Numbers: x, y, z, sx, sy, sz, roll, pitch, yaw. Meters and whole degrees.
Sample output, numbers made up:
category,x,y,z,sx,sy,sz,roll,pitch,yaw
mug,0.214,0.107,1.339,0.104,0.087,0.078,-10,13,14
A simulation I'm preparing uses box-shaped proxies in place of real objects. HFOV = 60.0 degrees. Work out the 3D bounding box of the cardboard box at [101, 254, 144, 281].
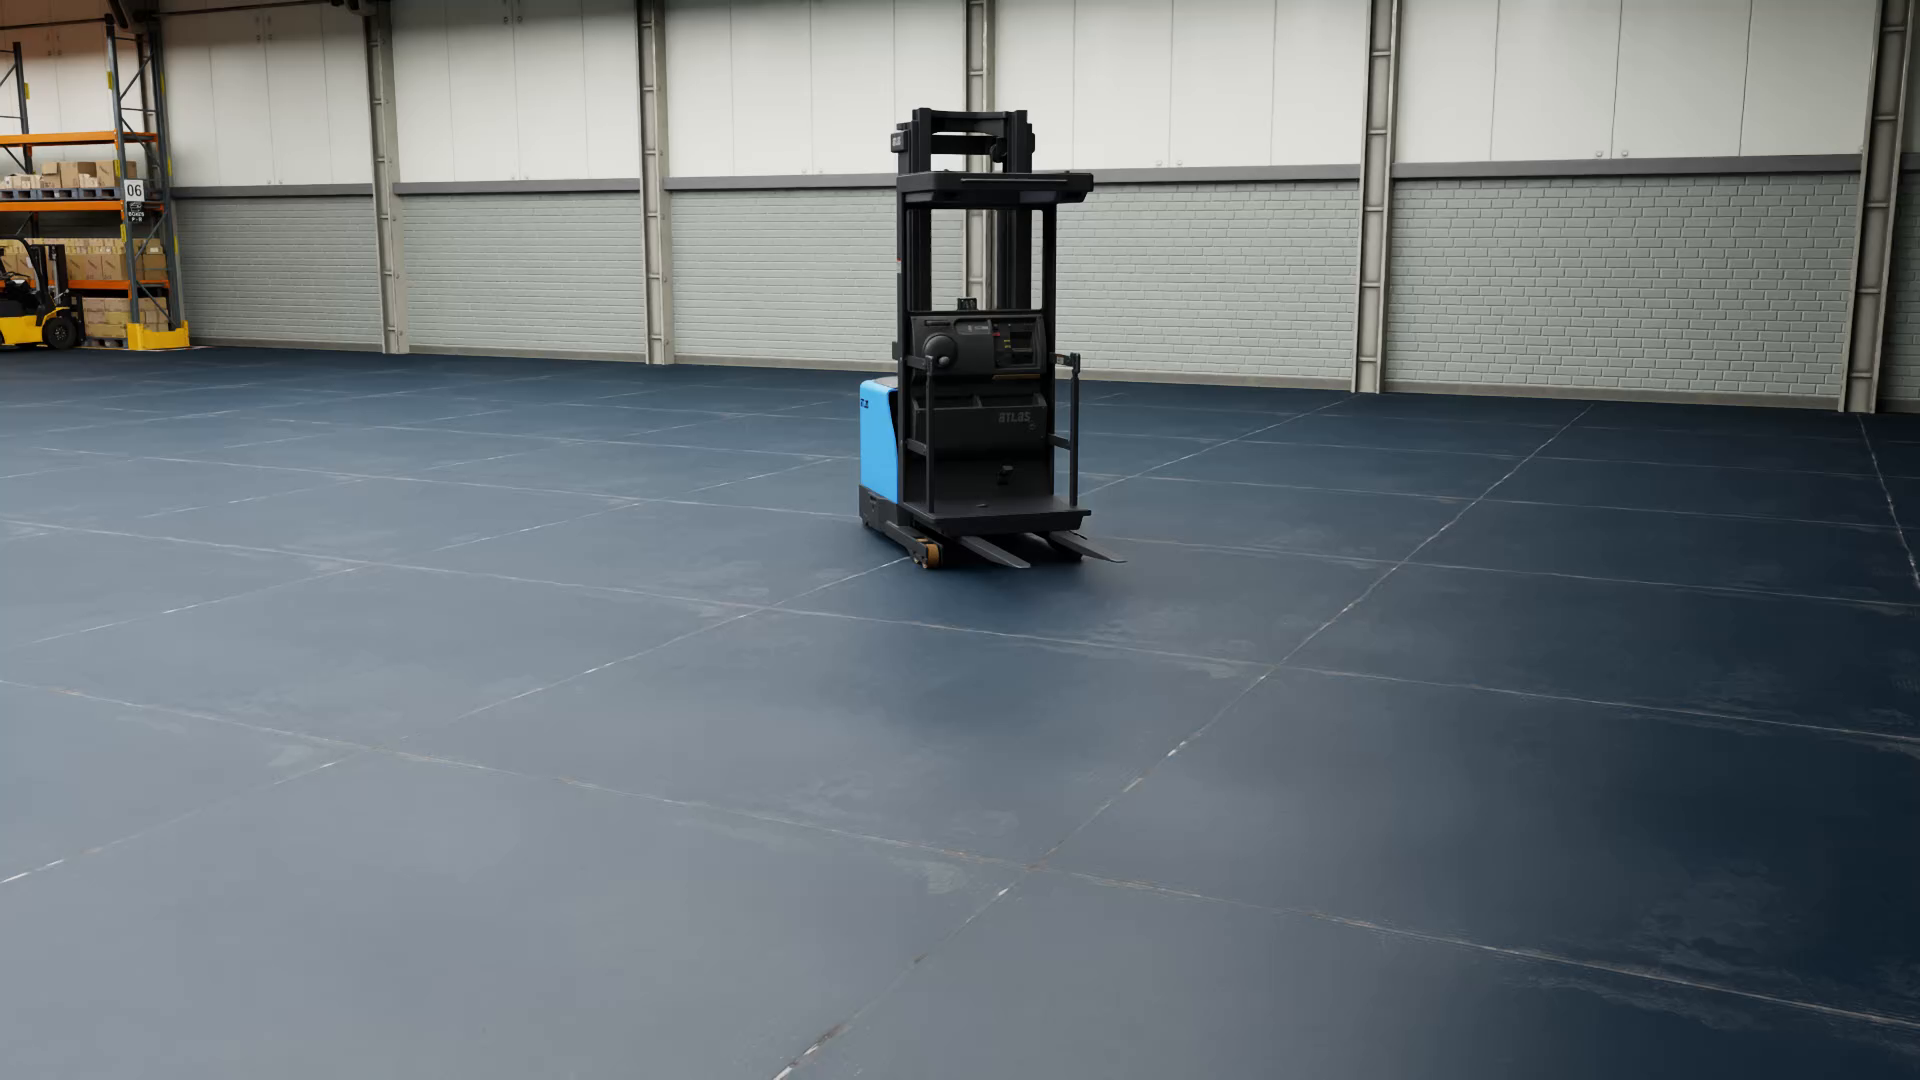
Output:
category,x,y,z,sx,sy,sz,roll,pitch,yaw
cardboard box,-16.192,-5.272,32.154,0.500,0.500,0.500,5,11,25

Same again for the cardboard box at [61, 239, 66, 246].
category,x,y,z,sx,sy,sz,roll,pitch,yaw
cardboard box,-17.427,-5.855,32.720,0.250,0.149,0.380,5,11,27

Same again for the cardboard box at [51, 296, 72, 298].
category,x,y,z,sx,sy,sz,roll,pitch,yaw
cardboard box,-18.021,-4.719,33.115,0.500,0.250,0.500,5,12,28

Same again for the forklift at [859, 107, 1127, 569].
category,x,y,z,sx,sy,sz,roll,pitch,yaw
forklift,0.196,-1.336,10.881,1.130,2.935,3.031,-3,11,-18

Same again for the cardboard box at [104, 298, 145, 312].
category,x,y,z,sx,sy,sz,roll,pitch,yaw
cardboard box,-16.185,-4.558,32.224,0.500,0.250,0.500,5,12,28

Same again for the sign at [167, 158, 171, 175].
category,x,y,z,sx,sy,sz,roll,pitch,yaw
sign,-15.383,-7.259,32.316,0.005,0.325,0.100,5,11,26

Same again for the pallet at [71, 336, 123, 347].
category,x,y,z,sx,sy,sz,roll,pitch,yaw
pallet,-17.429,-4.003,33.257,1.213,0.211,1.003,5,11,26

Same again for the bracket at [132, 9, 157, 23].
category,x,y,z,sx,sy,sz,roll,pitch,yaw
bracket,-15.645,-10.058,31.930,0.430,0.232,0.235,5,11,26

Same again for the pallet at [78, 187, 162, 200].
category,x,y,z,sx,sy,sz,roll,pitch,yaw
pallet,-16.257,-6.718,32.252,1.213,0.211,1.003,5,11,26

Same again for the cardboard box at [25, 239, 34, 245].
category,x,y,z,sx,sy,sz,roll,pitch,yaw
cardboard box,-18.374,-5.921,33.088,0.250,0.149,0.380,5,12,27

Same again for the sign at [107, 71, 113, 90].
category,x,y,z,sx,sy,sz,roll,pitch,yaw
sign,-15.887,-8.591,31.083,0.005,0.325,0.100,5,11,26

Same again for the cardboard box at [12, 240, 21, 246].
category,x,y,z,sx,sy,sz,roll,pitch,yaw
cardboard box,-18.784,-5.980,33.410,0.250,0.149,0.380,5,11,27

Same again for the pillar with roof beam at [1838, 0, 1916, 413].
category,x,y,z,sx,sy,sz,roll,pitch,yaw
pillar with roof beam,9.139,-5.325,15.884,0.400,9.000,9.100,5,11,26

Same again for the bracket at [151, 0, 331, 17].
category,x,y,z,sx,sy,sz,roll,pitch,yaw
bracket,-13.319,-9.854,30.801,4.783,0.066,0.076,5,11,26

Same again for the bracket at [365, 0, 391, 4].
category,x,y,z,sx,sy,sz,roll,pitch,yaw
bracket,-10.264,-9.585,29.318,0.430,0.232,0.235,5,11,26

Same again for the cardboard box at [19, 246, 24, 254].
category,x,y,z,sx,sy,sz,roll,pitch,yaw
cardboard box,-18.573,-5.806,33.284,0.250,0.149,0.380,5,11,26

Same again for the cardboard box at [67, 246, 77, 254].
category,x,y,z,sx,sy,sz,roll,pitch,yaw
cardboard box,-17.230,-5.674,32.555,0.250,0.149,0.380,5,11,26

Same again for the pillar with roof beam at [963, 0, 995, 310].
category,x,y,z,sx,sy,sz,roll,pitch,yaw
pillar with roof beam,-1.623,-6.270,21.109,0.400,9.000,9.100,5,11,26

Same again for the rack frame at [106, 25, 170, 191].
category,x,y,z,sx,sy,sz,roll,pitch,yaw
rack frame,-15.634,-8.178,31.646,0.127,3.000,1.000,5,11,26

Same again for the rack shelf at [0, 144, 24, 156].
category,x,y,z,sx,sy,sz,roll,pitch,yaw
rack shelf,-21.015,-8.100,34.358,4.000,0.370,1.077,5,11,26

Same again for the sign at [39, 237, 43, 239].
category,x,y,z,sx,sy,sz,roll,pitch,yaw
sign,-18.977,-6.094,34.329,0.005,0.325,0.100,5,11,26

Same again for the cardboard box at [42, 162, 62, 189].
category,x,y,z,sx,sy,sz,roll,pitch,yaw
cardboard box,-17.521,-7.153,32.658,0.637,0.503,0.797,5,12,28

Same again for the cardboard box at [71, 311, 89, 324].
category,x,y,z,sx,sy,sz,roll,pitch,yaw
cardboard box,-17.126,-4.392,32.714,0.500,0.250,0.500,5,11,25

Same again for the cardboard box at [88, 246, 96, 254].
category,x,y,z,sx,sy,sz,roll,pitch,yaw
cardboard box,-16.734,-5.643,32.388,0.250,0.149,0.380,5,11,25

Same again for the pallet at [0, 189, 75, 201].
category,x,y,z,sx,sy,sz,roll,pitch,yaw
pallet,-18.445,-6.910,33.314,1.213,0.211,1.003,5,11,26

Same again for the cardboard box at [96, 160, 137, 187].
category,x,y,z,sx,sy,sz,roll,pitch,yaw
cardboard box,-16.139,-7.003,31.836,0.500,0.500,0.500,5,12,28

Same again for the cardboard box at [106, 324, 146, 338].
category,x,y,z,sx,sy,sz,roll,pitch,yaw
cardboard box,-16.195,-4.066,32.314,0.500,0.250,0.500,5,11,26

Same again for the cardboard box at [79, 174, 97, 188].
category,x,y,z,sx,sy,sz,roll,pitch,yaw
cardboard box,-16.739,-6.928,32.082,0.258,0.266,0.396,5,11,26

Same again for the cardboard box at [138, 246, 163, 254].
category,x,y,z,sx,sy,sz,roll,pitch,yaw
cardboard box,-15.824,-5.662,32.491,0.250,0.149,0.380,5,11,24

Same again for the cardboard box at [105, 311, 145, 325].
category,x,y,z,sx,sy,sz,roll,pitch,yaw
cardboard box,-16.209,-4.314,32.280,0.500,0.250,0.500,5,11,25

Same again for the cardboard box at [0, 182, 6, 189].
category,x,y,z,sx,sy,sz,roll,pitch,yaw
cardboard box,-18.953,-7.065,33.168,0.250,0.149,0.380,5,12,27

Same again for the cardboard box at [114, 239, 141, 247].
category,x,y,z,sx,sy,sz,roll,pitch,yaw
cardboard box,-16.049,-5.735,32.057,0.250,0.149,0.380,5,11,26

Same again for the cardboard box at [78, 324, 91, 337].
category,x,y,z,sx,sy,sz,roll,pitch,yaw
cardboard box,-17.082,-4.147,32.765,0.500,0.250,0.500,5,11,26

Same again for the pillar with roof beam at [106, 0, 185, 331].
category,x,y,z,sx,sy,sz,roll,pitch,yaw
pillar with roof beam,-17.765,-7.689,28.946,0.548,9.000,9.100,5,11,26

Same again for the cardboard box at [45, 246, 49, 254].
category,x,y,z,sx,sy,sz,roll,pitch,yaw
cardboard box,-17.917,-5.737,32.902,0.250,0.149,0.380,5,11,24

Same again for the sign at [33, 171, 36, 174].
category,x,y,z,sx,sy,sz,roll,pitch,yaw
sign,-18.977,-7.399,34.092,0.005,0.325,0.100,5,11,26

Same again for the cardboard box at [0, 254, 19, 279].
category,x,y,z,sx,sy,sz,roll,pitch,yaw
cardboard box,-18.939,-5.513,33.490,0.500,0.500,0.500,5,11,24

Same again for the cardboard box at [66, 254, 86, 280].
category,x,y,z,sx,sy,sz,roll,pitch,yaw
cardboard box,-17.113,-5.354,32.611,0.500,0.500,0.500,5,11,25

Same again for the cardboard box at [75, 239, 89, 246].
category,x,y,z,sx,sy,sz,roll,pitch,yaw
cardboard box,-17.003,-5.800,32.417,0.250,0.149,0.380,5,12,27

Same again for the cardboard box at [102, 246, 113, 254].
category,x,y,z,sx,sy,sz,roll,pitch,yaw
cardboard box,-16.312,-5.592,32.103,0.250,0.149,0.380,5,12,27

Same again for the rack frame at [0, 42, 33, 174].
category,x,y,z,sx,sy,sz,roll,pitch,yaw
rack frame,-19.221,-8.493,33.388,0.127,3.000,1.000,5,11,26

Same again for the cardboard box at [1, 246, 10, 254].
category,x,y,z,sx,sy,sz,roll,pitch,yaw
cardboard box,-19.052,-5.842,33.485,0.250,0.149,0.380,5,11,25

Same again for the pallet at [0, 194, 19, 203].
category,x,y,z,sx,sy,sz,roll,pitch,yaw
pallet,-20.018,-6.990,34.045,1.217,0.209,0.805,5,11,24

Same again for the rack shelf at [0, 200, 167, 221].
category,x,y,z,sx,sy,sz,roll,pitch,yaw
rack shelf,-17.428,-6.505,32.848,4.000,0.370,1.077,5,11,26

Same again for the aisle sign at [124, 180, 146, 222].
category,x,y,z,sx,sy,sz,roll,pitch,yaw
aisle sign,-15.705,-6.453,31.661,0.004,0.787,0.394,5,11,26

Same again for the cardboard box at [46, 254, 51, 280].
category,x,y,z,sx,sy,sz,roll,pitch,yaw
cardboard box,-18.010,-5.435,33.058,0.500,0.500,0.500,5,11,25

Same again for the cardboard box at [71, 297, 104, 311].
category,x,y,z,sx,sy,sz,roll,pitch,yaw
cardboard box,-17.103,-4.635,32.652,0.500,0.250,0.500,5,11,27

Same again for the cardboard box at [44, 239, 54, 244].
category,x,y,z,sx,sy,sz,roll,pitch,yaw
cardboard box,-17.877,-5.894,32.938,0.250,0.149,0.380,5,11,26

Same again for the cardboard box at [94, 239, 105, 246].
category,x,y,z,sx,sy,sz,roll,pitch,yaw
cardboard box,-16.530,-5.766,32.227,0.250,0.149,0.380,5,12,27

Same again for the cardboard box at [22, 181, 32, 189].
category,x,y,z,sx,sy,sz,roll,pitch,yaw
cardboard box,-18.264,-7.005,32.833,0.250,0.149,0.380,5,12,28

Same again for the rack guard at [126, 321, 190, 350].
category,x,y,z,sx,sy,sz,roll,pitch,yaw
rack guard,-15.613,-3.994,32.393,0.348,0.500,1.175,5,11,26
